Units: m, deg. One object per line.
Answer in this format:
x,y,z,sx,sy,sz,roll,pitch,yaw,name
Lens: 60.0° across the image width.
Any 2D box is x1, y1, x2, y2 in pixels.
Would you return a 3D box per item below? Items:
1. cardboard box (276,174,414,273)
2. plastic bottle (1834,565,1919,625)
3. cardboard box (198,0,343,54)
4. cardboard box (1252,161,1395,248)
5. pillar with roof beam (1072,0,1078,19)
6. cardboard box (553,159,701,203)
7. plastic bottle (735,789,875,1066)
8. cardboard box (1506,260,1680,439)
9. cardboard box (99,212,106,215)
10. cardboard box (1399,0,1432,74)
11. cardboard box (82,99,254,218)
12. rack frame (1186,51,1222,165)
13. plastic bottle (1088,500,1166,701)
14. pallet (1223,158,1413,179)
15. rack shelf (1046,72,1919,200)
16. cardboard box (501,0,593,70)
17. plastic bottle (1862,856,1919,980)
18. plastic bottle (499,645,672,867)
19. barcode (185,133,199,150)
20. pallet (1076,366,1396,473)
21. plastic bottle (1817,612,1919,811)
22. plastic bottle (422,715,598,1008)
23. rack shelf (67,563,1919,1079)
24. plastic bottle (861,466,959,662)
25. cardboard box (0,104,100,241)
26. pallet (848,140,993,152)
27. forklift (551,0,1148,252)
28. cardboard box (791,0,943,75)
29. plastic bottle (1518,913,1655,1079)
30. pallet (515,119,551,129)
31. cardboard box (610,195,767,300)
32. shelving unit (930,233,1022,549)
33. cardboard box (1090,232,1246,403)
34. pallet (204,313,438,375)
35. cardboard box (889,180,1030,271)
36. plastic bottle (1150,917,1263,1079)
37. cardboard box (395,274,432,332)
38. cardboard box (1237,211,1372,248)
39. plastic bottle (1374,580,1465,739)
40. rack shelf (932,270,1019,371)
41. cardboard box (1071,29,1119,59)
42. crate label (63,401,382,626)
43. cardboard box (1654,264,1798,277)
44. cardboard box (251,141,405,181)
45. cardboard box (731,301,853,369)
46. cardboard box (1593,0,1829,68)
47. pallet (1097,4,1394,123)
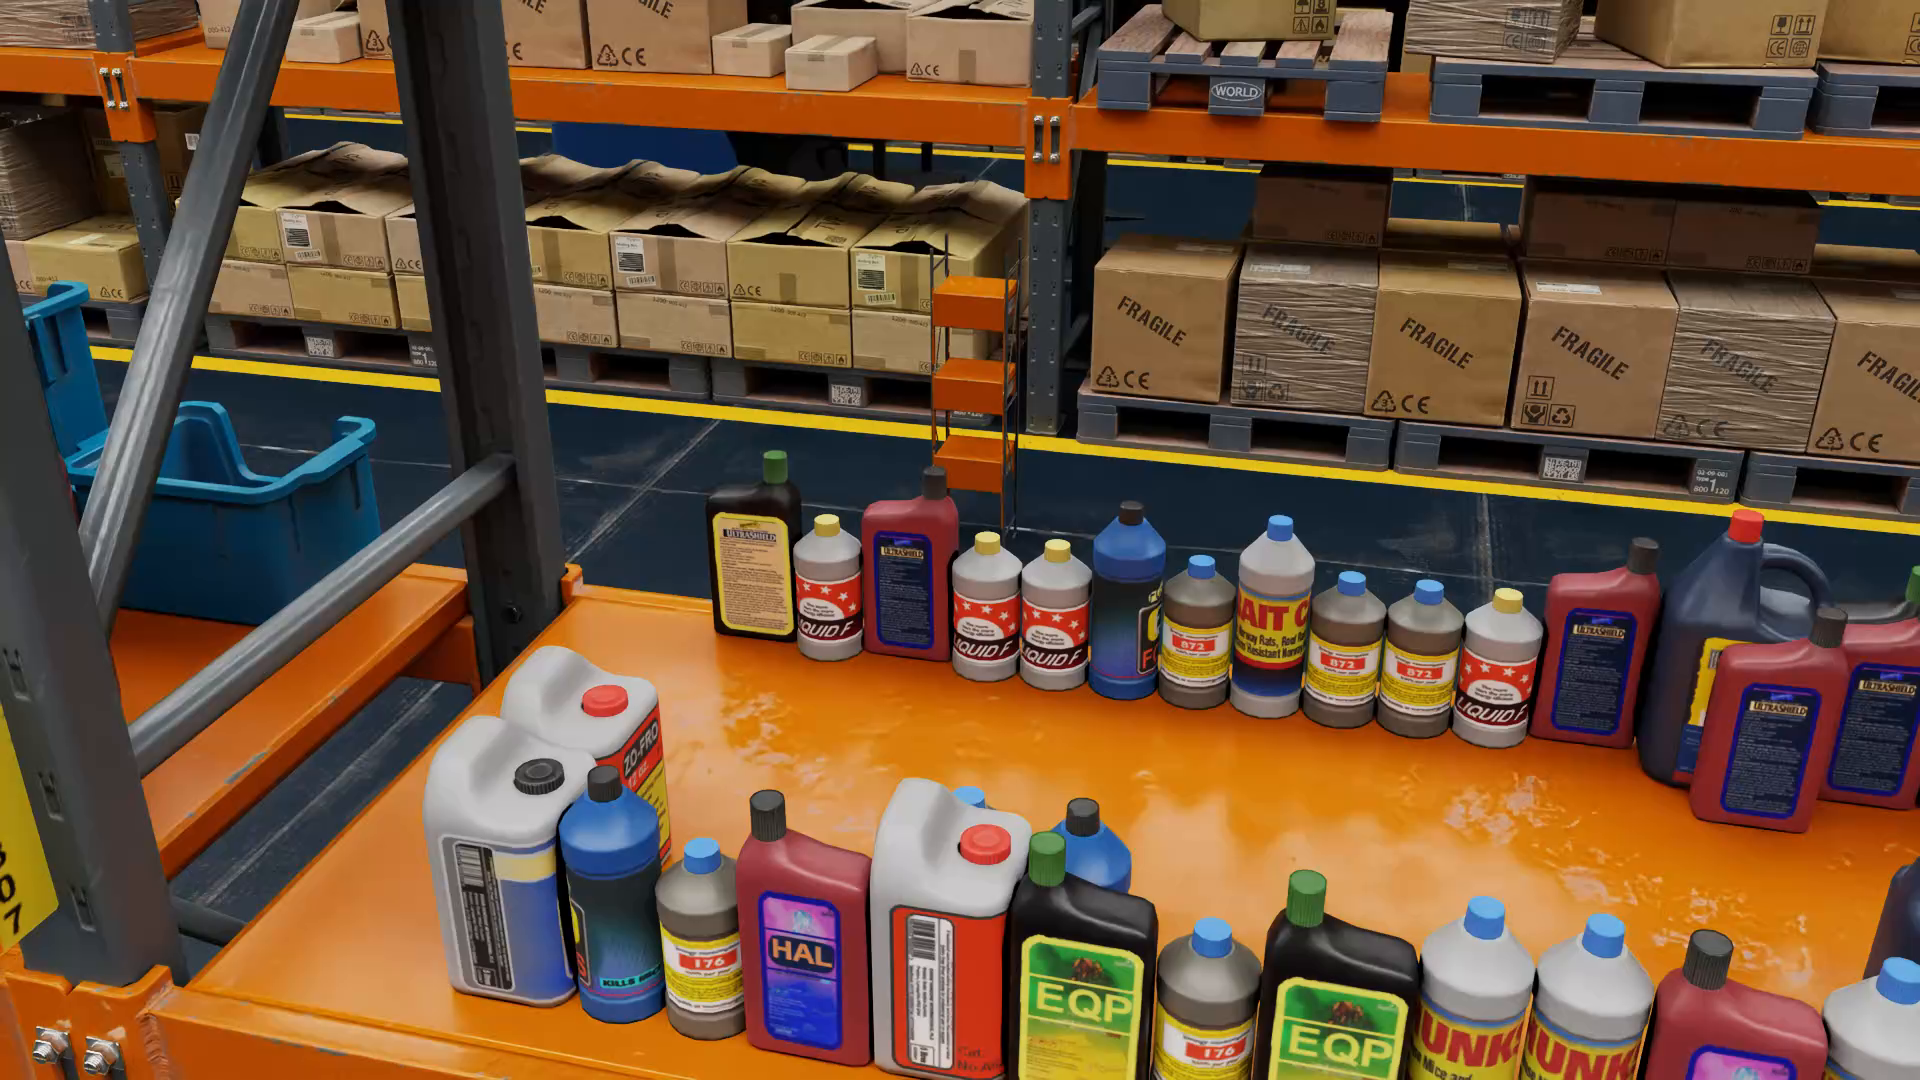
-2.606,-1.401,7.261,0.500,0.311,0.500,6,26,12,cardboard box
1.122,0.161,2.057,0.133,0.283,0.061,6,26,13,plastic bottle
-2.940,-2.301,7.268,0.500,0.250,0.500,8,27,16,cardboard box
1.466,-1.377,6.677,0.500,0.250,0.500,7,26,15,cardboard box
-0.439,-5.454,6.736,0.400,9.000,9.100,6,26,13,pillar with roof beam
-1.490,-1.518,7.506,0.500,0.311,0.500,6,26,12,cardboard box
-0.145,0.374,1.610,0.133,0.283,0.061,6,26,13,plastic bottle
2.316,-0.714,6.157,0.500,0.500,0.500,5,26,11,cardboard box
-4.284,-1.583,8.296,0.500,0.250,0.500,6,26,13,cardboard box
3.203,-3.027,10.631,0.750,0.750,0.750,6,26,13,cardboard box
-3.799,-1.870,8.026,0.500,0.500,0.500,6,26,13,cardboard box
1.676,-4.038,10.742,0.127,3.000,1.000,6,26,13,rack frame
0.226,0.076,2.251,0.097,0.271,0.097,0,25,0,plastic bottle
2.421,-2.663,11.098,1.213,0.211,1.003,6,26,13,pallet
2.383,-1.436,6.114,4.000,0.370,1.077,6,26,13,rack shelf
-1.693,-2.249,6.869,0.500,0.500,0.500,6,26,13,cardboard box
0.952,0.379,1.521,0.185,0.351,0.144,6,26,13,plastic bottle
-0.415,0.260,1.858,0.135,0.276,0.152,6,26,13,plastic bottle
-3.284,-1.706,7.123,0.075,0.075,0.001,6,26,13,barcode
1.160,-0.620,6.808,1.213,0.211,1.003,6,26,13,pallet
1.107,0.187,2.004,0.133,0.283,0.061,6,26,13,plastic bottle
-0.452,0.324,1.725,0.135,0.276,0.152,6,26,13,plastic bottle
1.146,0.626,1.783,4.000,0.370,1.077,6,26,13,rack shelf
-0.070,0.030,2.334,0.133,0.283,0.061,6,26,13,plastic bottle
-4.413,-1.707,7.684,0.500,0.500,0.500,6,26,13,cardboard box
-0.258,-2.995,11.794,1.213,0.211,1.003,6,26,13,pallet
-0.548,-2.854,8.335,3.031,2.935,1.130,5,26,11,forklift
-0.372,-2.111,6.799,0.500,0.311,0.500,6,26,12,cardboard box
0.548,0.448,1.468,0.097,0.271,0.097,0,25,0,plastic bottle
-2.857,-3.264,12.361,1.213,0.211,1.003,6,26,13,pallet
-1.115,-1.238,6.919,0.500,0.311,0.500,6,26,13,cardboard box
0.052,-0.468,5.512,0.252,1.050,0.215,6,26,13,shelving unit
0.816,-0.877,6.500,0.500,0.500,0.500,7,26,15,cardboard box
-2.704,-1.082,7.776,1.213,0.211,1.003,6,26,13,pallet
0.012,-1.355,7.164,0.500,0.311,0.500,7,26,15,cardboard box
0.230,0.445,1.557,0.097,0.201,0.097,0,25,0,plastic bottle
-2.102,-1.096,7.272,0.500,0.250,0.500,6,26,11,cardboard box
1.411,-1.043,6.847,0.500,0.500,0.500,7,26,15,cardboard box
0.603,0.149,2.178,0.097,0.201,0.097,0,25,0,plastic bottle
0.052,-0.715,5.395,0.240,0.259,0.215,6,26,13,rack shelf
0.966,-3.163,11.301,0.500,0.500,0.700,7,26,14,cardboard box
-1.106,-0.039,2.537,0.416,0.233,0.303,6,26,13,crate label
2.911,-0.879,6.503,0.500,0.500,0.500,7,26,14,cardboard box
-2.964,-1.681,7.848,0.500,0.311,0.500,6,26,13,cardboard box
-0.624,-0.932,6.928,0.500,0.250,0.500,6,26,12,cardboard box
2.594,-1.945,5.741,0.500,0.500,0.700,0,25,0,cardboard box
1.120,-1.845,6.359,1.003,0.211,1.213,6,26,13,pallet
